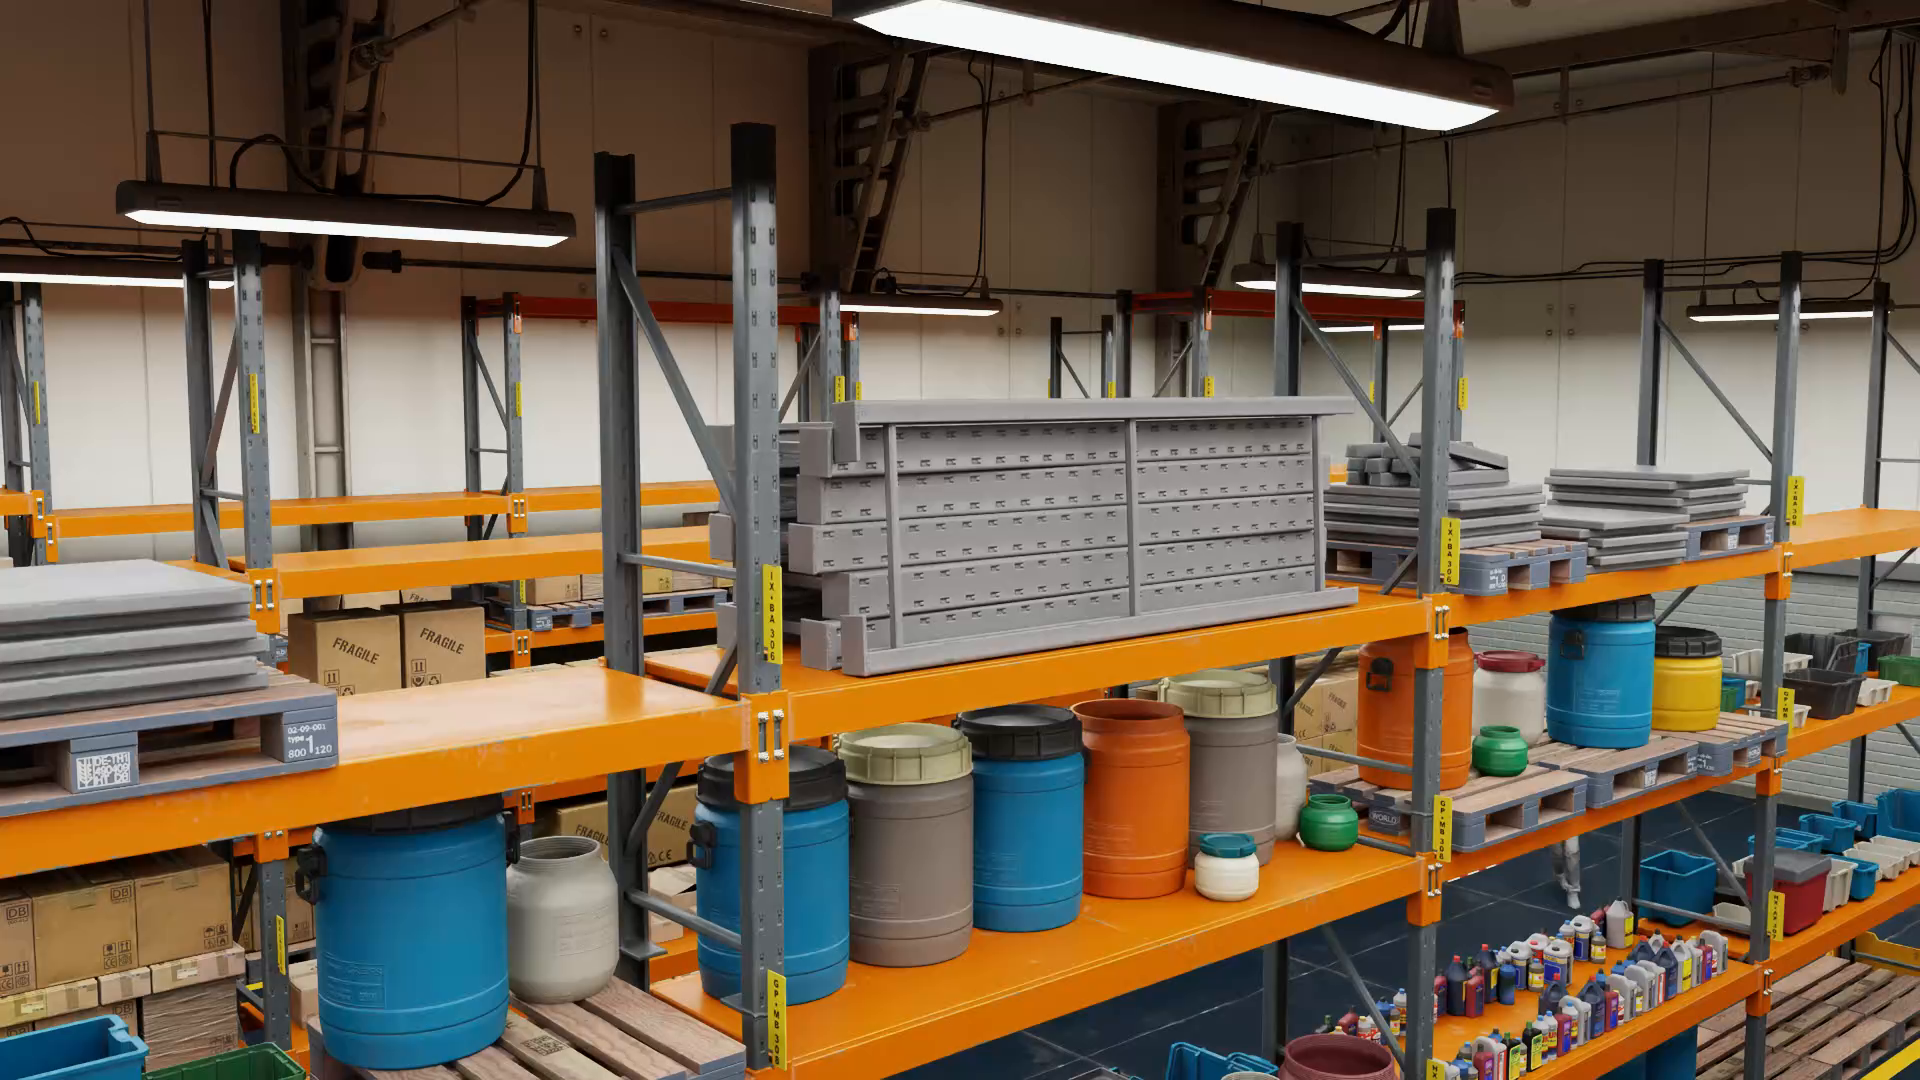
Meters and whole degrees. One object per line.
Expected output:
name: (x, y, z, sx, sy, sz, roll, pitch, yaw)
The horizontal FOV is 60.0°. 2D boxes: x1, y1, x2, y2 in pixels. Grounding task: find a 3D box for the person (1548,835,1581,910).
person: (5.905, 2.737, 16.651, 0.657, 1.774, 0.732, 1, 5, 9)
